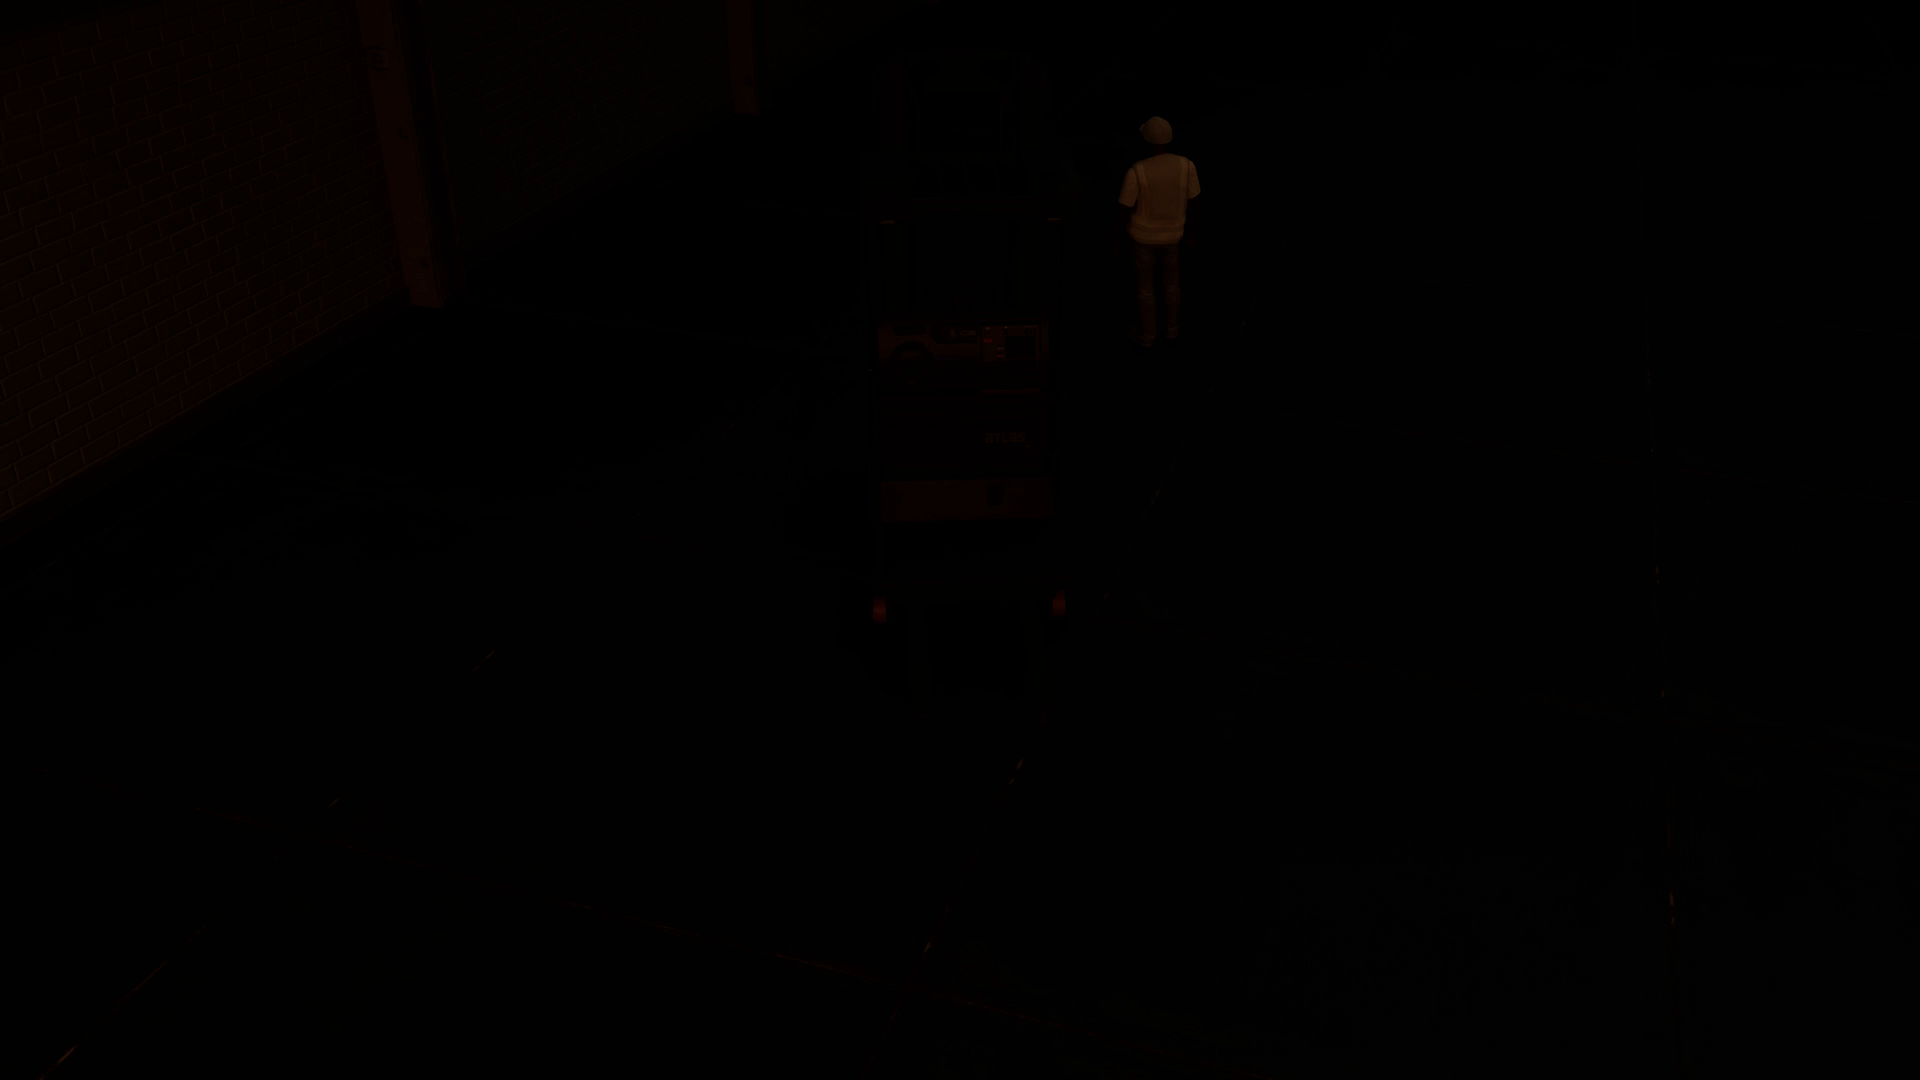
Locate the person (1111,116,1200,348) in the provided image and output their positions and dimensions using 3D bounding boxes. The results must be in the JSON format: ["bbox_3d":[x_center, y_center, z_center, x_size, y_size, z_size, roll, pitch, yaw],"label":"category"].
[{"bbox_3d":[1.423,-2.290,12.316,0.665,1.767,0.575,-6,30,-10],"label":"person"}]

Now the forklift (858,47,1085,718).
[{"bbox_3d":[0.035,-0.972,8.842,1.130,2.935,3.031,-2,30,-3],"label":"forklift"}]
